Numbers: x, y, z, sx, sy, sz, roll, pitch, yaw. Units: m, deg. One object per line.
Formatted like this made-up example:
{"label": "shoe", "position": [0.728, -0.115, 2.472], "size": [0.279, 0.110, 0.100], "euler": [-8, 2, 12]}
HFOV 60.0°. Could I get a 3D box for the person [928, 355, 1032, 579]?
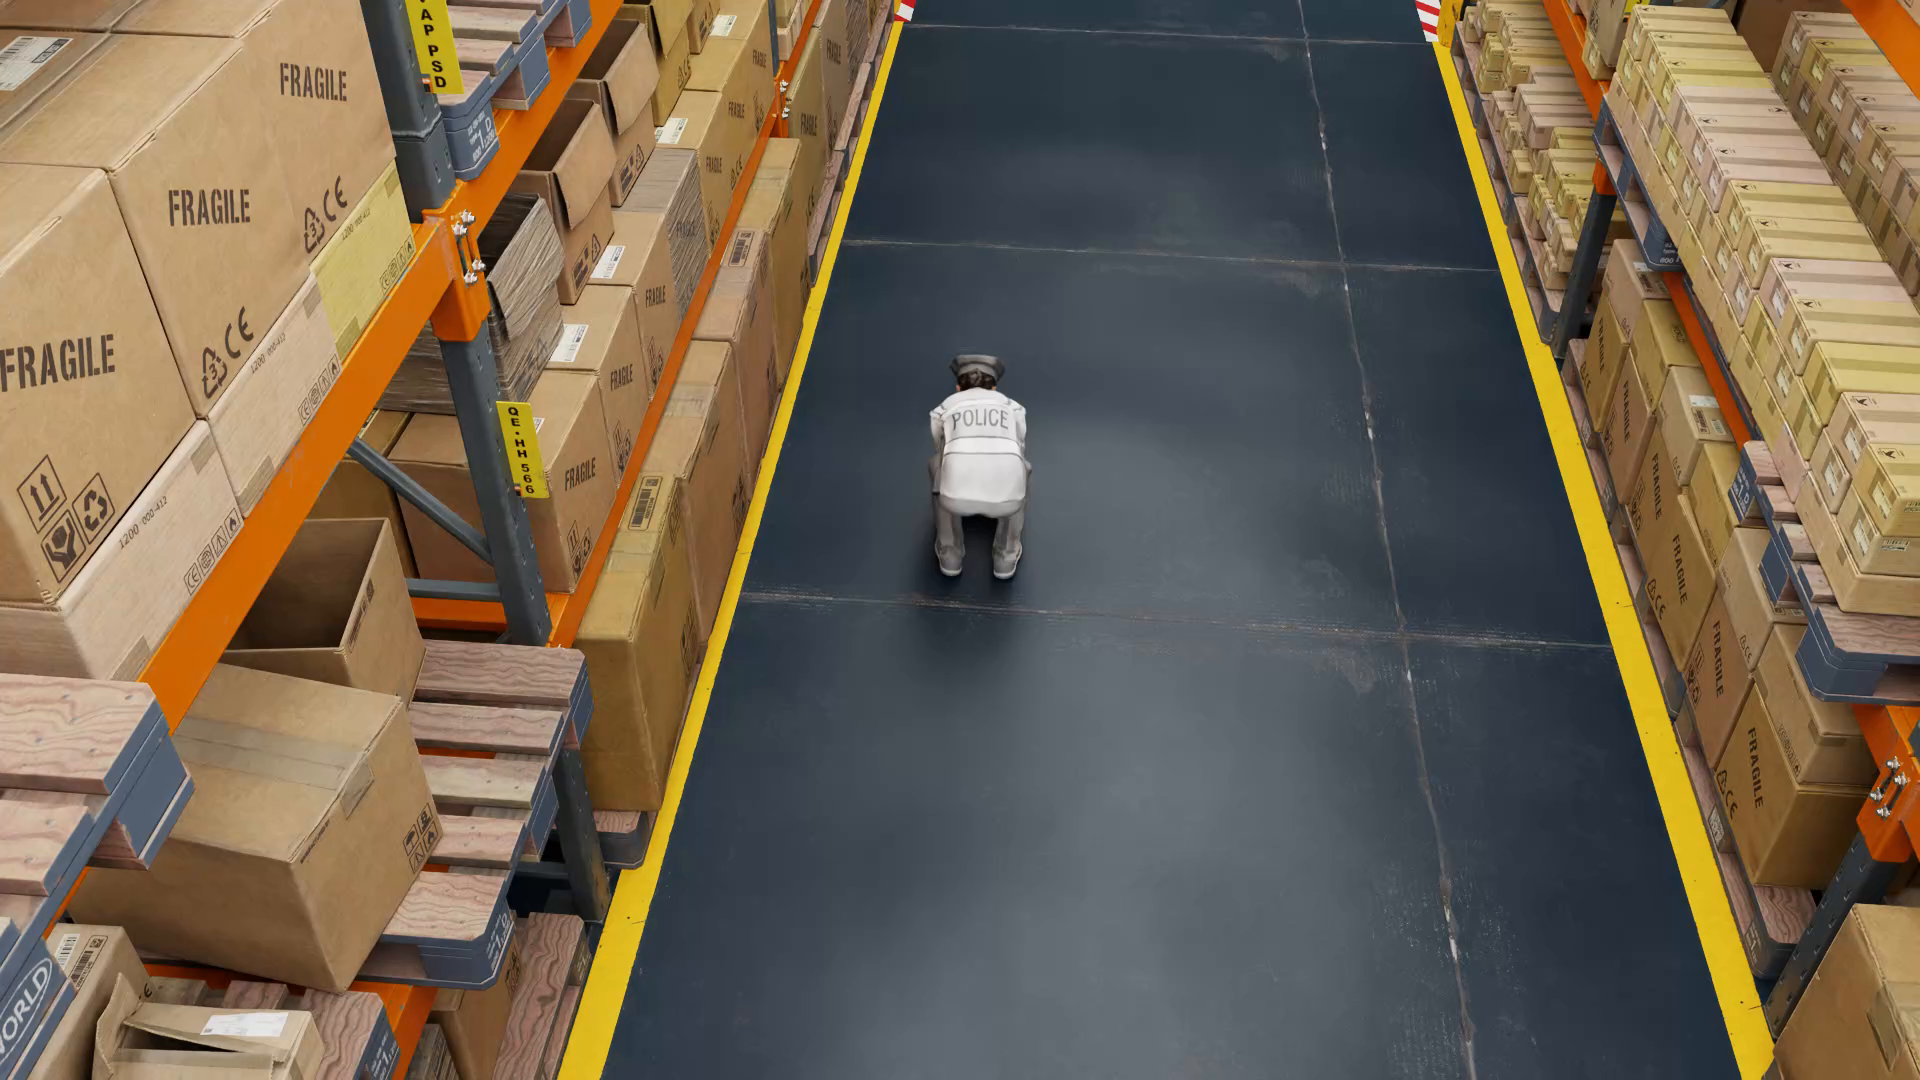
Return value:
{"label": "person", "position": [0.086, -0.302, 7.235], "size": [0.456, 0.761, 0.915], "euler": [2, 40, 2]}
